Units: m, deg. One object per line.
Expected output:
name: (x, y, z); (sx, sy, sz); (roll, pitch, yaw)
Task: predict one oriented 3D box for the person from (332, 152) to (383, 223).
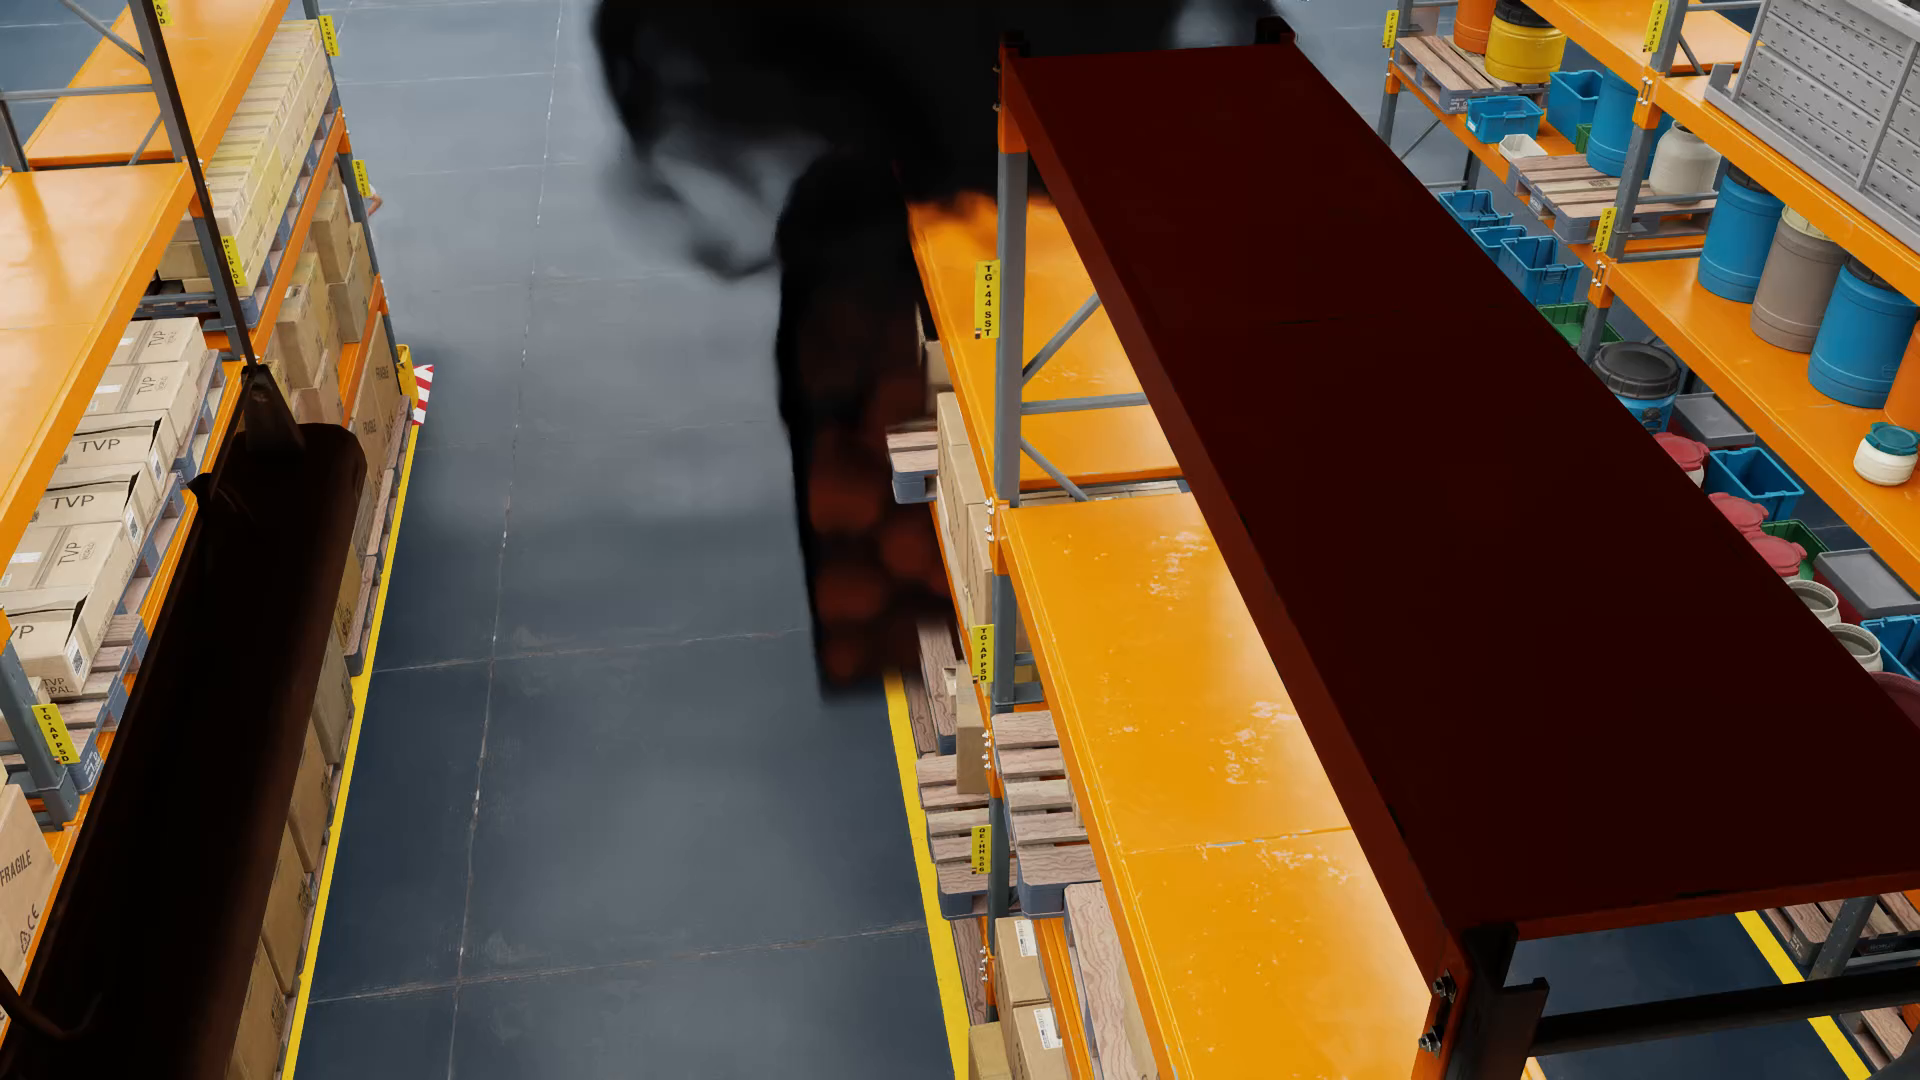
person: (-5.850, -2.920, 16.043); (0.700, 1.690, 0.569); (25, 43, 30)
